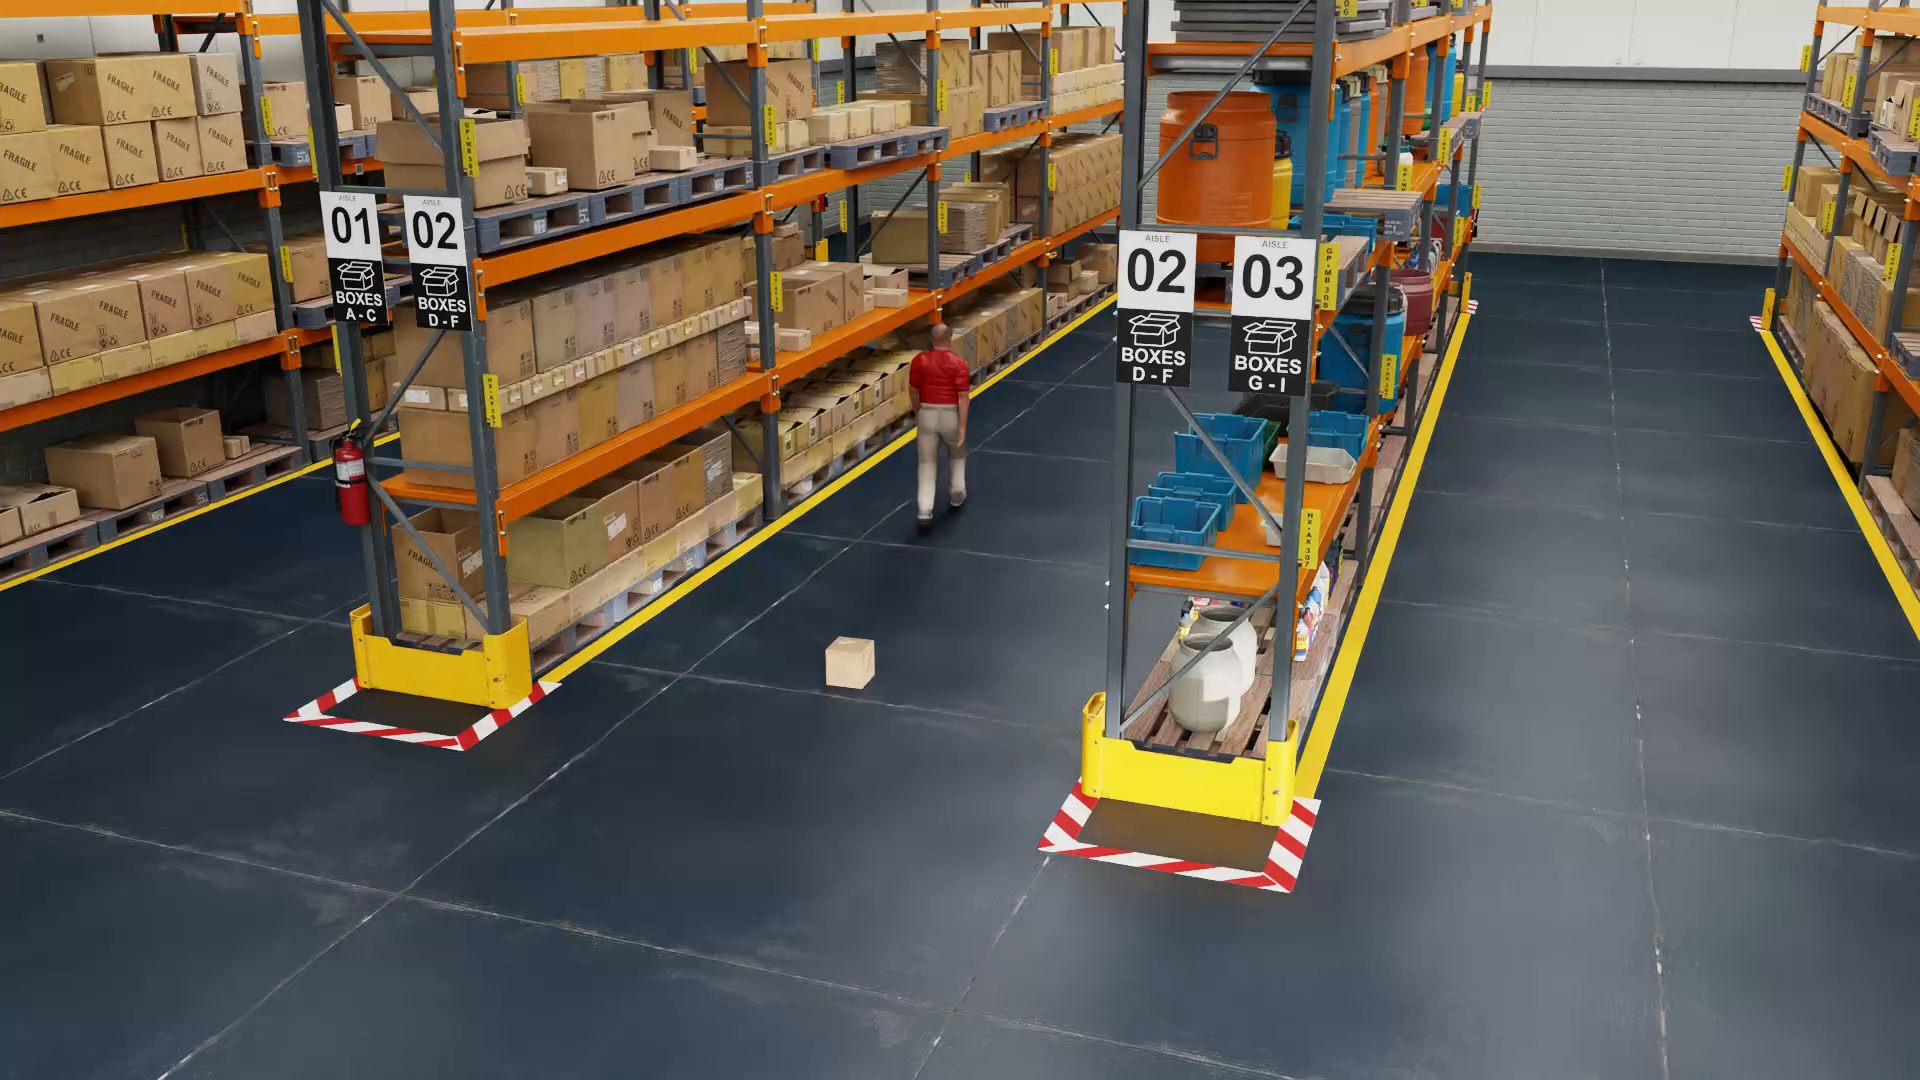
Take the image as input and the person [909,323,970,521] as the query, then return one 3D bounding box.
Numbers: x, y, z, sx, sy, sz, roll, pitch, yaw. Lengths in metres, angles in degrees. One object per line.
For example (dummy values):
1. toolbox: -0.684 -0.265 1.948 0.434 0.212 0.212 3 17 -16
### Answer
1. person: -0.167 -1.027 14.150 0.535 1.672 1.055 2 19 6
